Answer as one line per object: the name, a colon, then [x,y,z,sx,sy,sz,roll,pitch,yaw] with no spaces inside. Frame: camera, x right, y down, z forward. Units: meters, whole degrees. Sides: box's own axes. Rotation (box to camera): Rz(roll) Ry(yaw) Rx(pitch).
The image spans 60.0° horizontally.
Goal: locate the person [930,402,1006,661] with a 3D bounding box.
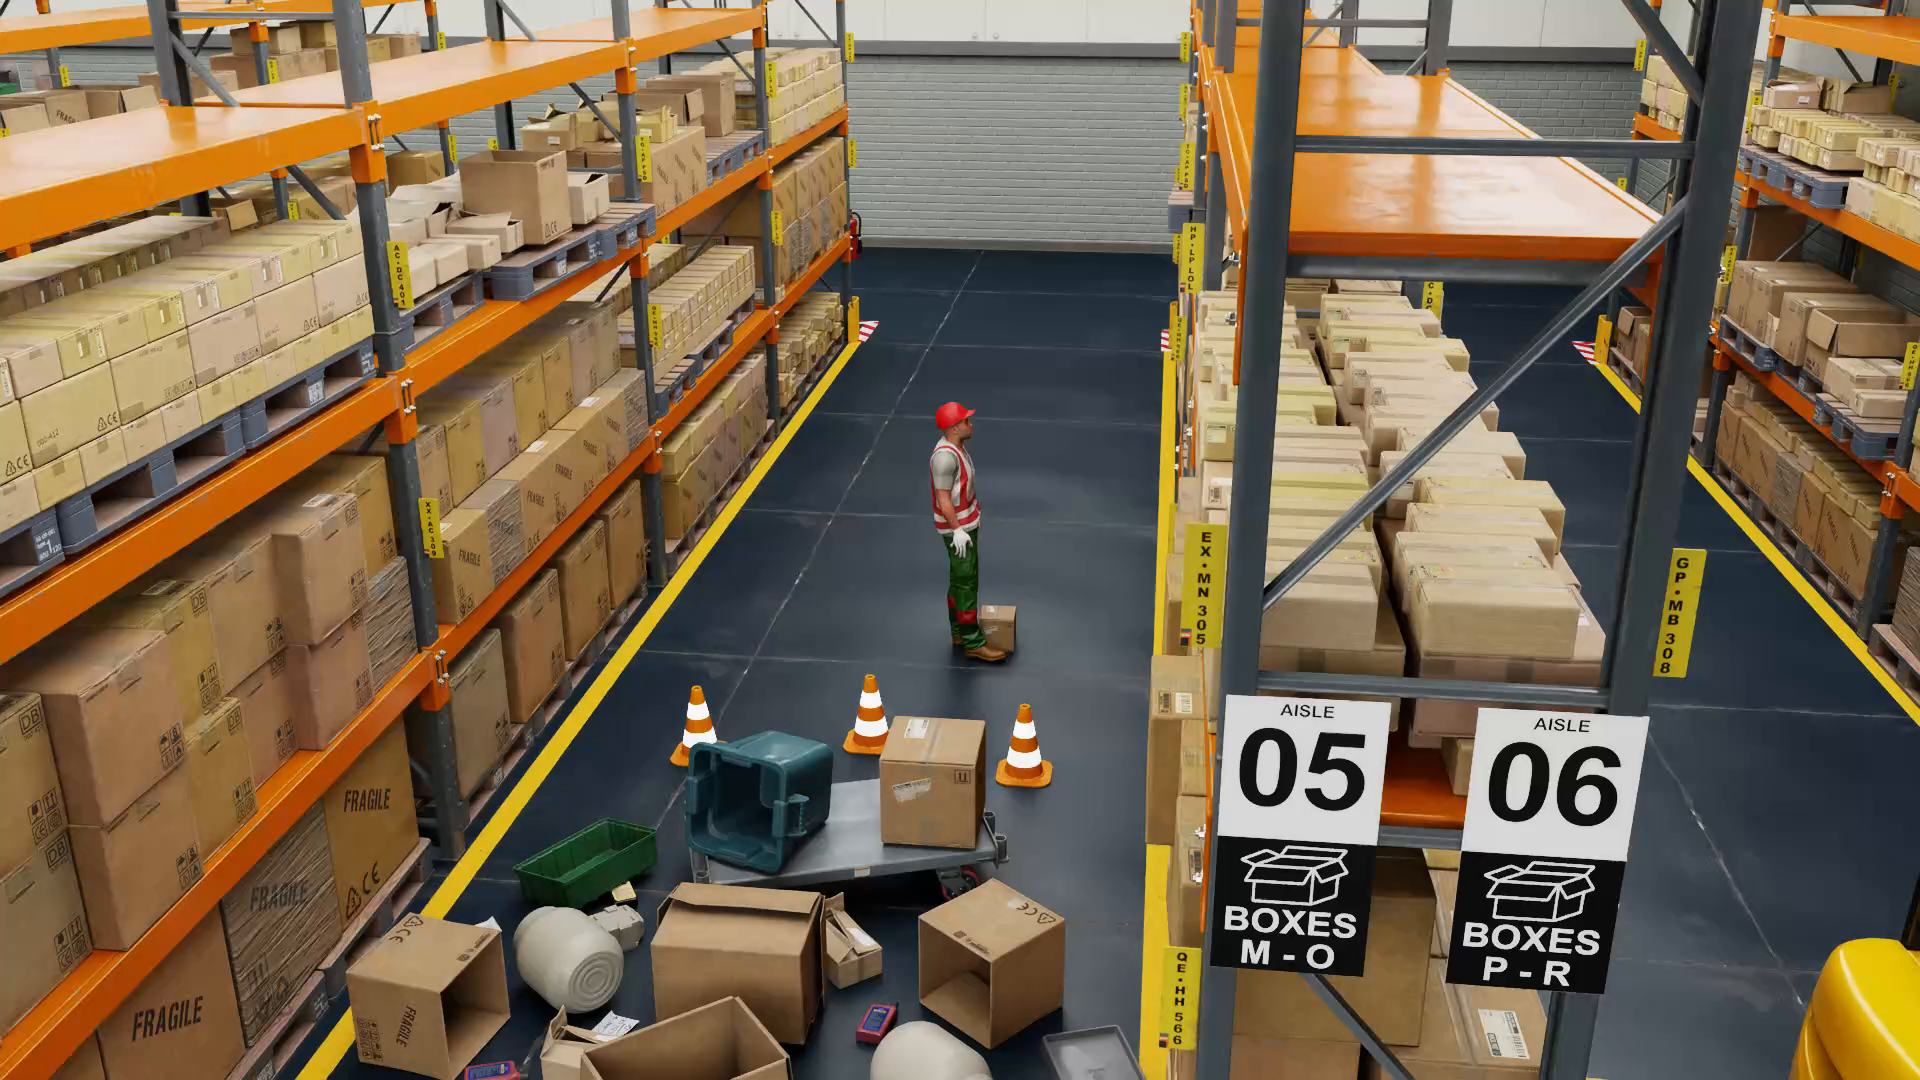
person: [0.077,-0.086,11.679,0.561,1.790,0.638,2,21,6]
